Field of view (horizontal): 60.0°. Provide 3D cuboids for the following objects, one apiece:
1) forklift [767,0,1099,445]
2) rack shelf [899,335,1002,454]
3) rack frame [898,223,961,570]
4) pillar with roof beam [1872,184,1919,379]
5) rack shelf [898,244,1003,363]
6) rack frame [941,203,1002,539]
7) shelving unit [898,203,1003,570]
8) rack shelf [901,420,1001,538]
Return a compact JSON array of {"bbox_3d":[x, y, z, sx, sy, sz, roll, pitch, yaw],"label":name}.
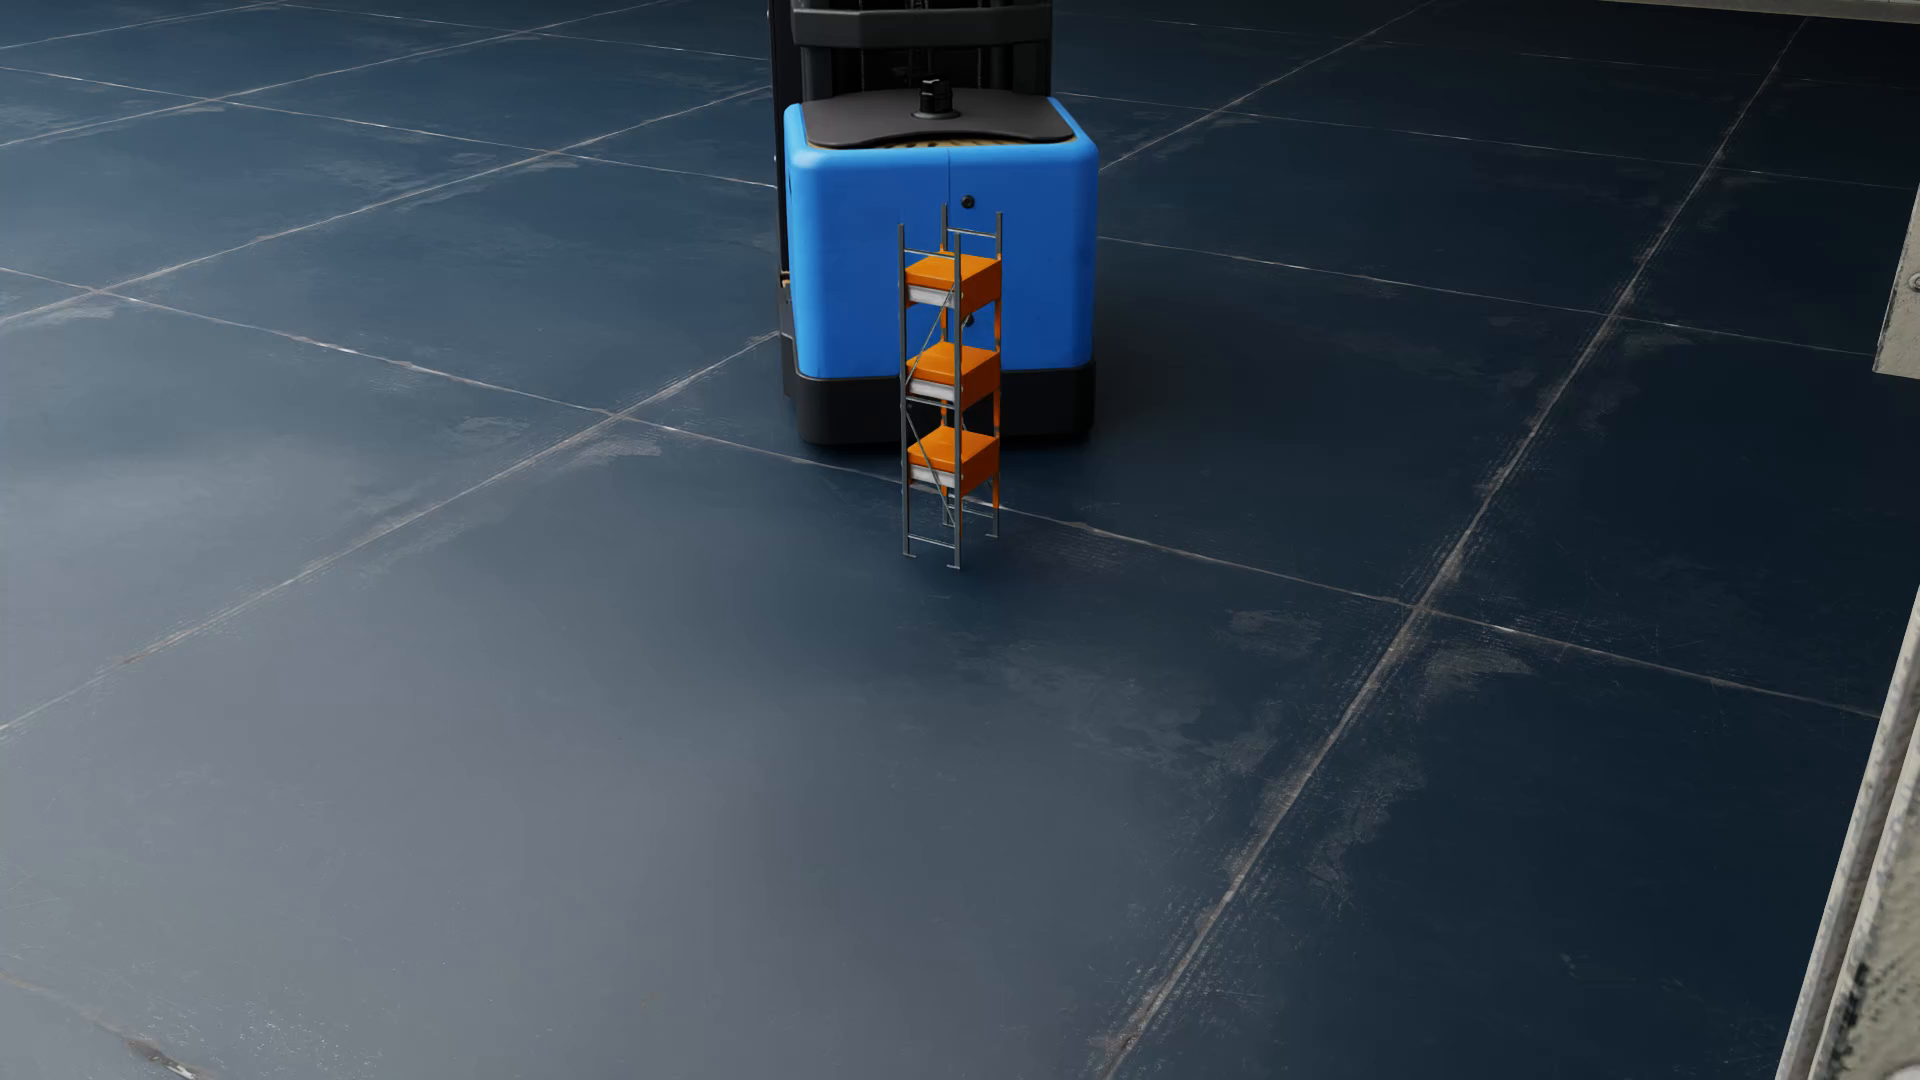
[{"bbox_3d":[-0.220,-2.271,6.512,1.130,2.935,3.031,-3,27,-6],"label":"forklift"},{"bbox_3d":[-0.026,-0.439,4.978,0.215,0.259,0.240,14,30,26],"label":"rack shelf"},{"bbox_3d":[-0.086,-0.401,4.878,0.200,1.050,0.008,14,30,26],"label":"rack frame"},{"bbox_3d":[0.094,-5.682,6.547,9.100,9.000,0.400,14,30,26],"label":"pillar with roof beam"},{"bbox_3d":[-0.026,-0.693,4.851,0.215,0.259,0.240,14,30,26],"label":"rack shelf"},{"bbox_3d":[0.034,-0.496,5.068,0.200,1.050,0.008,14,30,26],"label":"rack frame"},{"bbox_3d":[-0.026,-0.449,4.973,0.215,1.050,0.252,14,30,26],"label":"shelving unit"},{"bbox_3d":[-0.026,-0.191,5.102,0.215,0.259,0.240,14,30,26],"label":"rack shelf"}]
